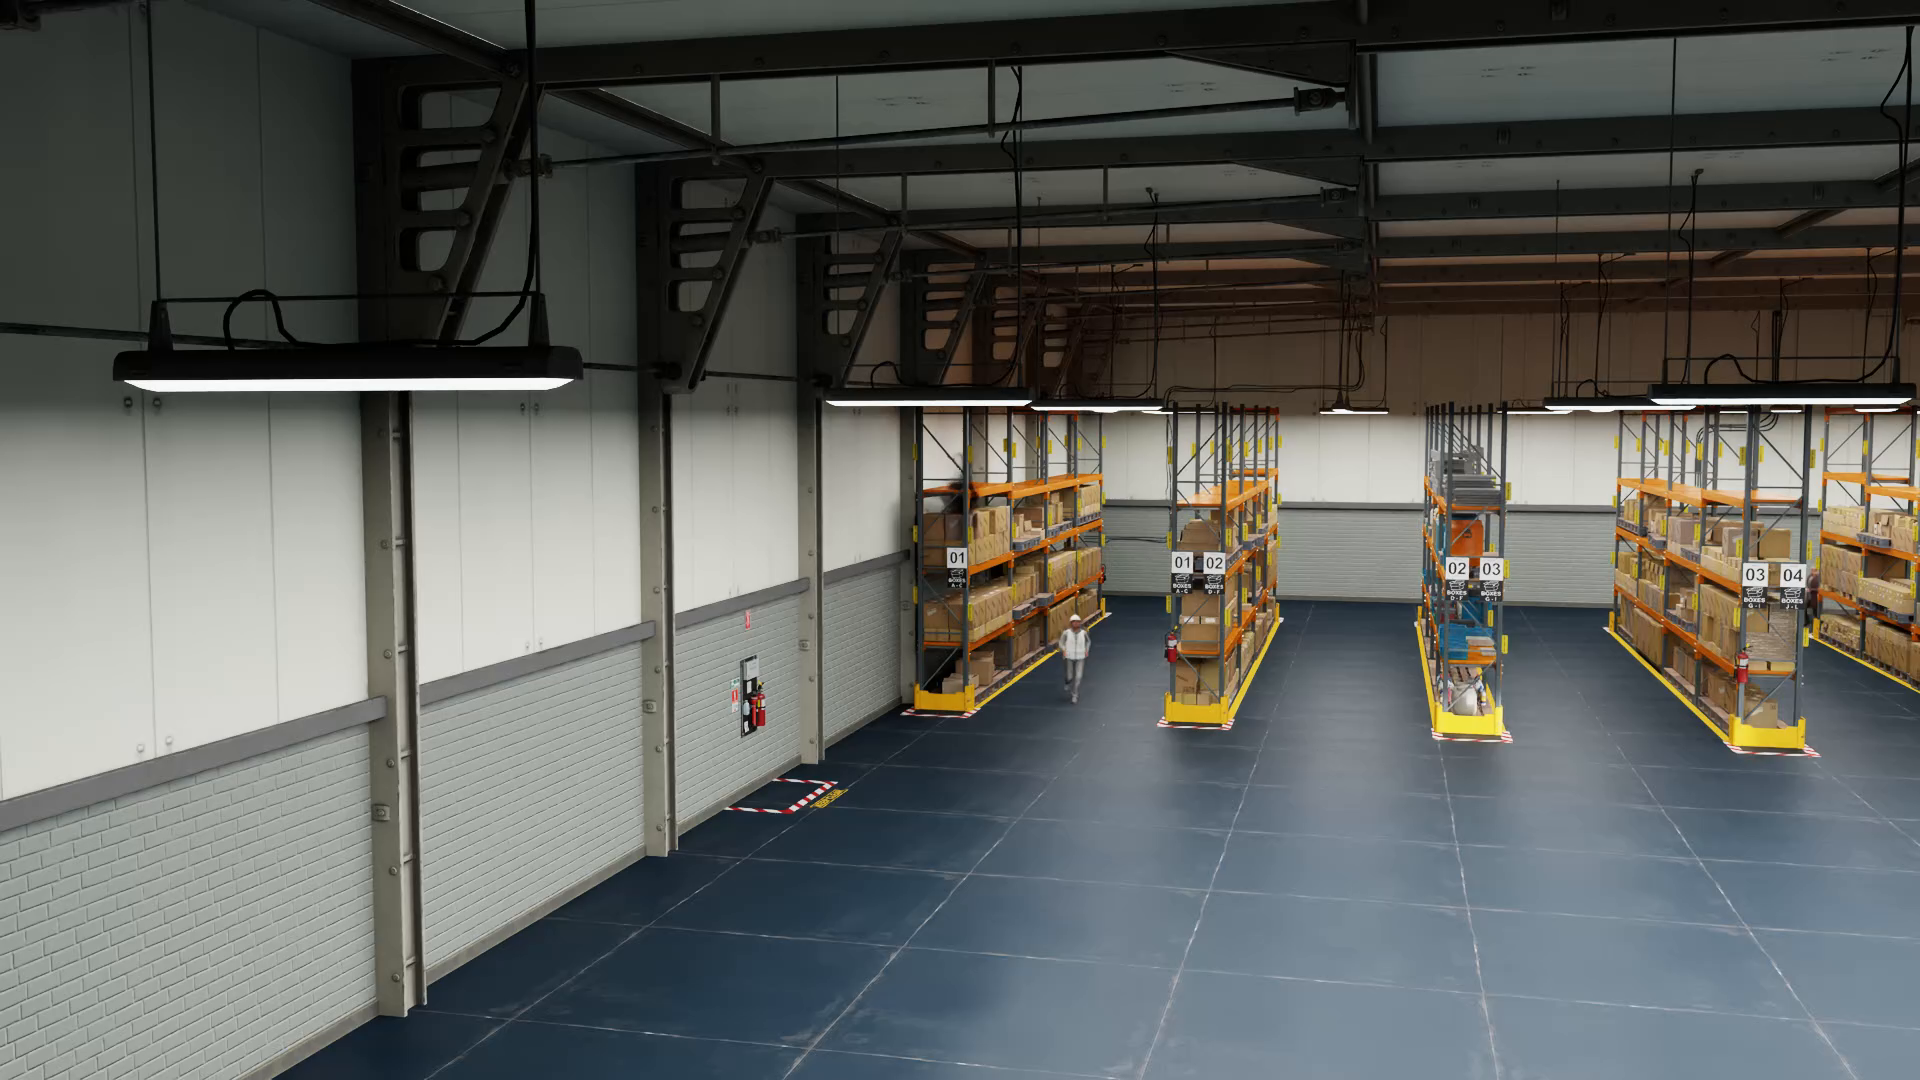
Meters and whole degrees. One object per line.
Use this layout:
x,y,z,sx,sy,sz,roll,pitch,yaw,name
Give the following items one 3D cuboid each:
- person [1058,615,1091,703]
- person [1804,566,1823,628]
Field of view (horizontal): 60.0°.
2.324,2.385,33.612,0.683,1.754,0.824,0,4,-3,person
22.764,1.583,44.336,0.846,1.809,0.676,-2,5,-23,person
